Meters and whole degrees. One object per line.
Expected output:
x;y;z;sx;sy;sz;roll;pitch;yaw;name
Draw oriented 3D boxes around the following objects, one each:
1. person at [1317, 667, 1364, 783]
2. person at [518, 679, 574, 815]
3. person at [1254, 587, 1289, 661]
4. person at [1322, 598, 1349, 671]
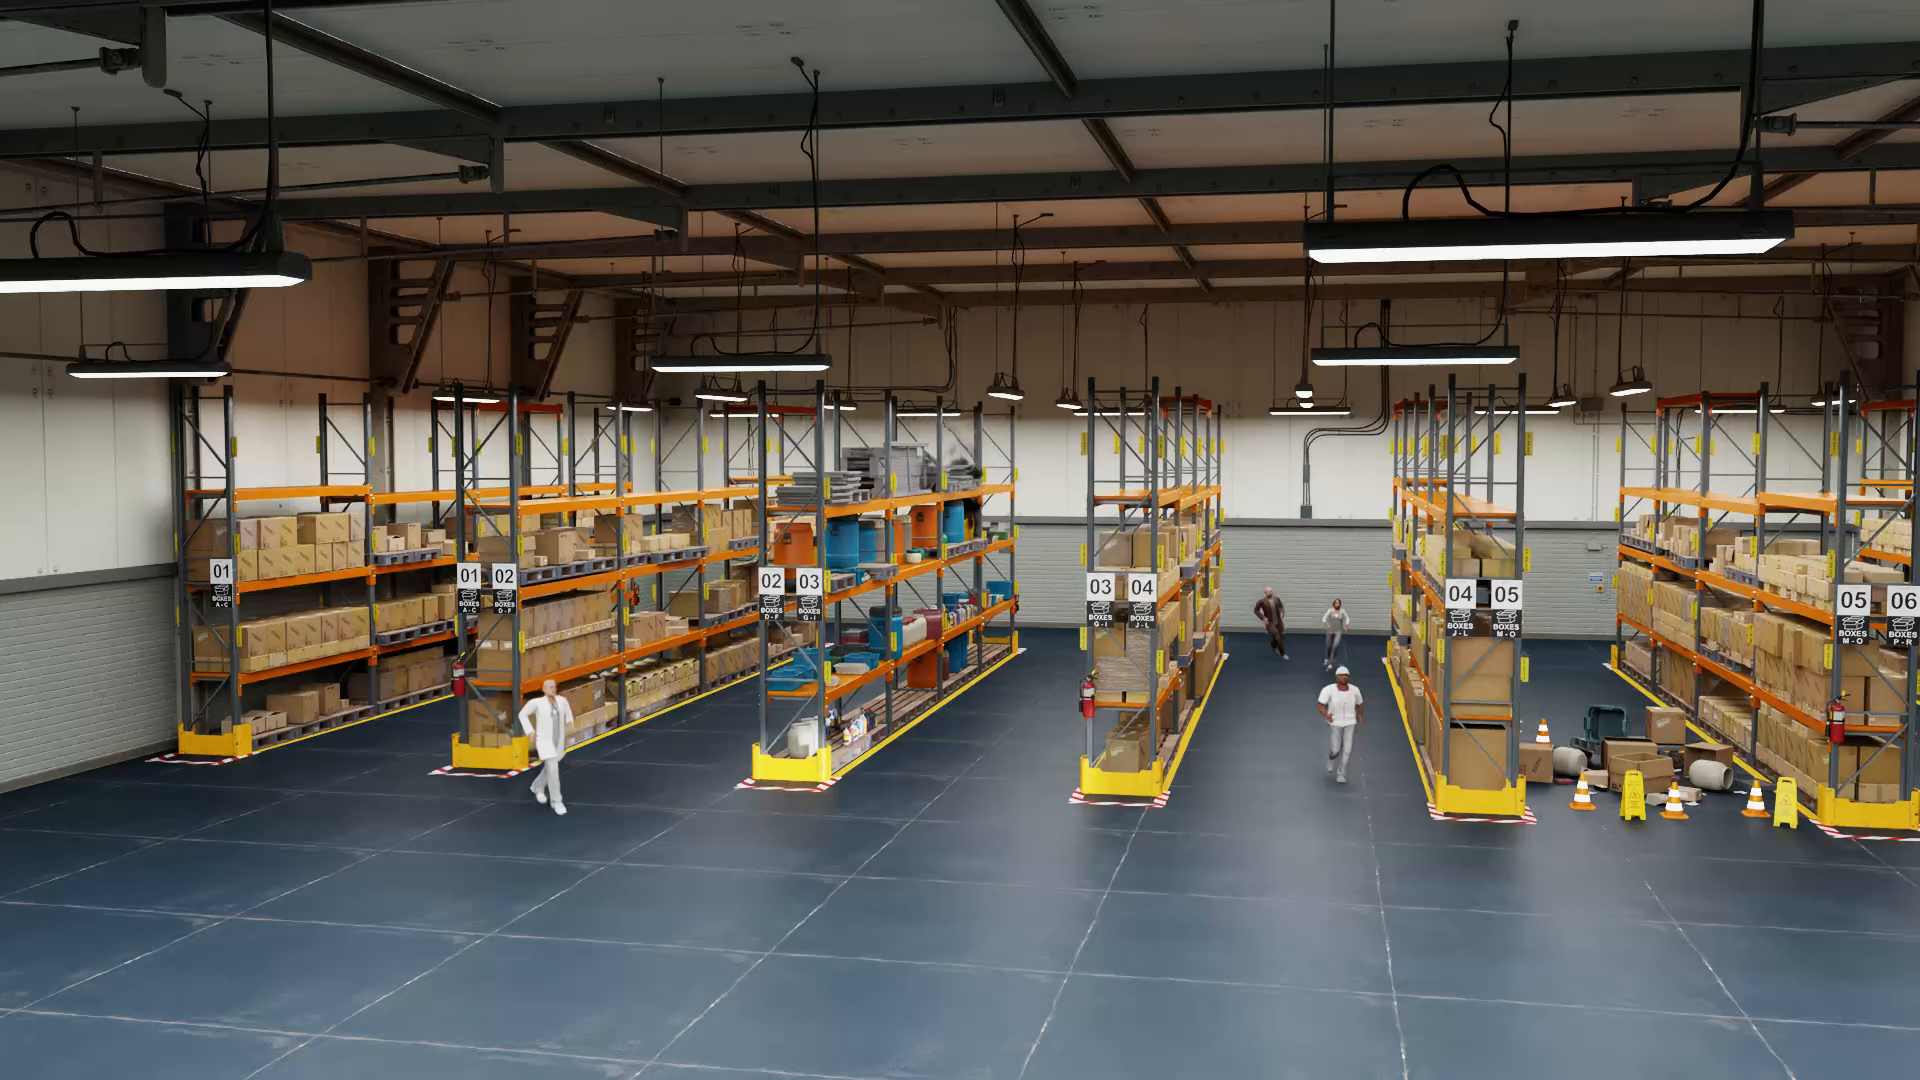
5.704;2.746;24.888;0.695;1.720;0.596;0;3;-1;person
-5.677;2.823;22.997;0.967;1.808;0.703;3;4;41;person
7.315;1.961;39.226;0.727;1.714;0.848;-1;3;-17;person
8.438;2.110;37.399;0.589;1.601;0.841;1;3;17;person
